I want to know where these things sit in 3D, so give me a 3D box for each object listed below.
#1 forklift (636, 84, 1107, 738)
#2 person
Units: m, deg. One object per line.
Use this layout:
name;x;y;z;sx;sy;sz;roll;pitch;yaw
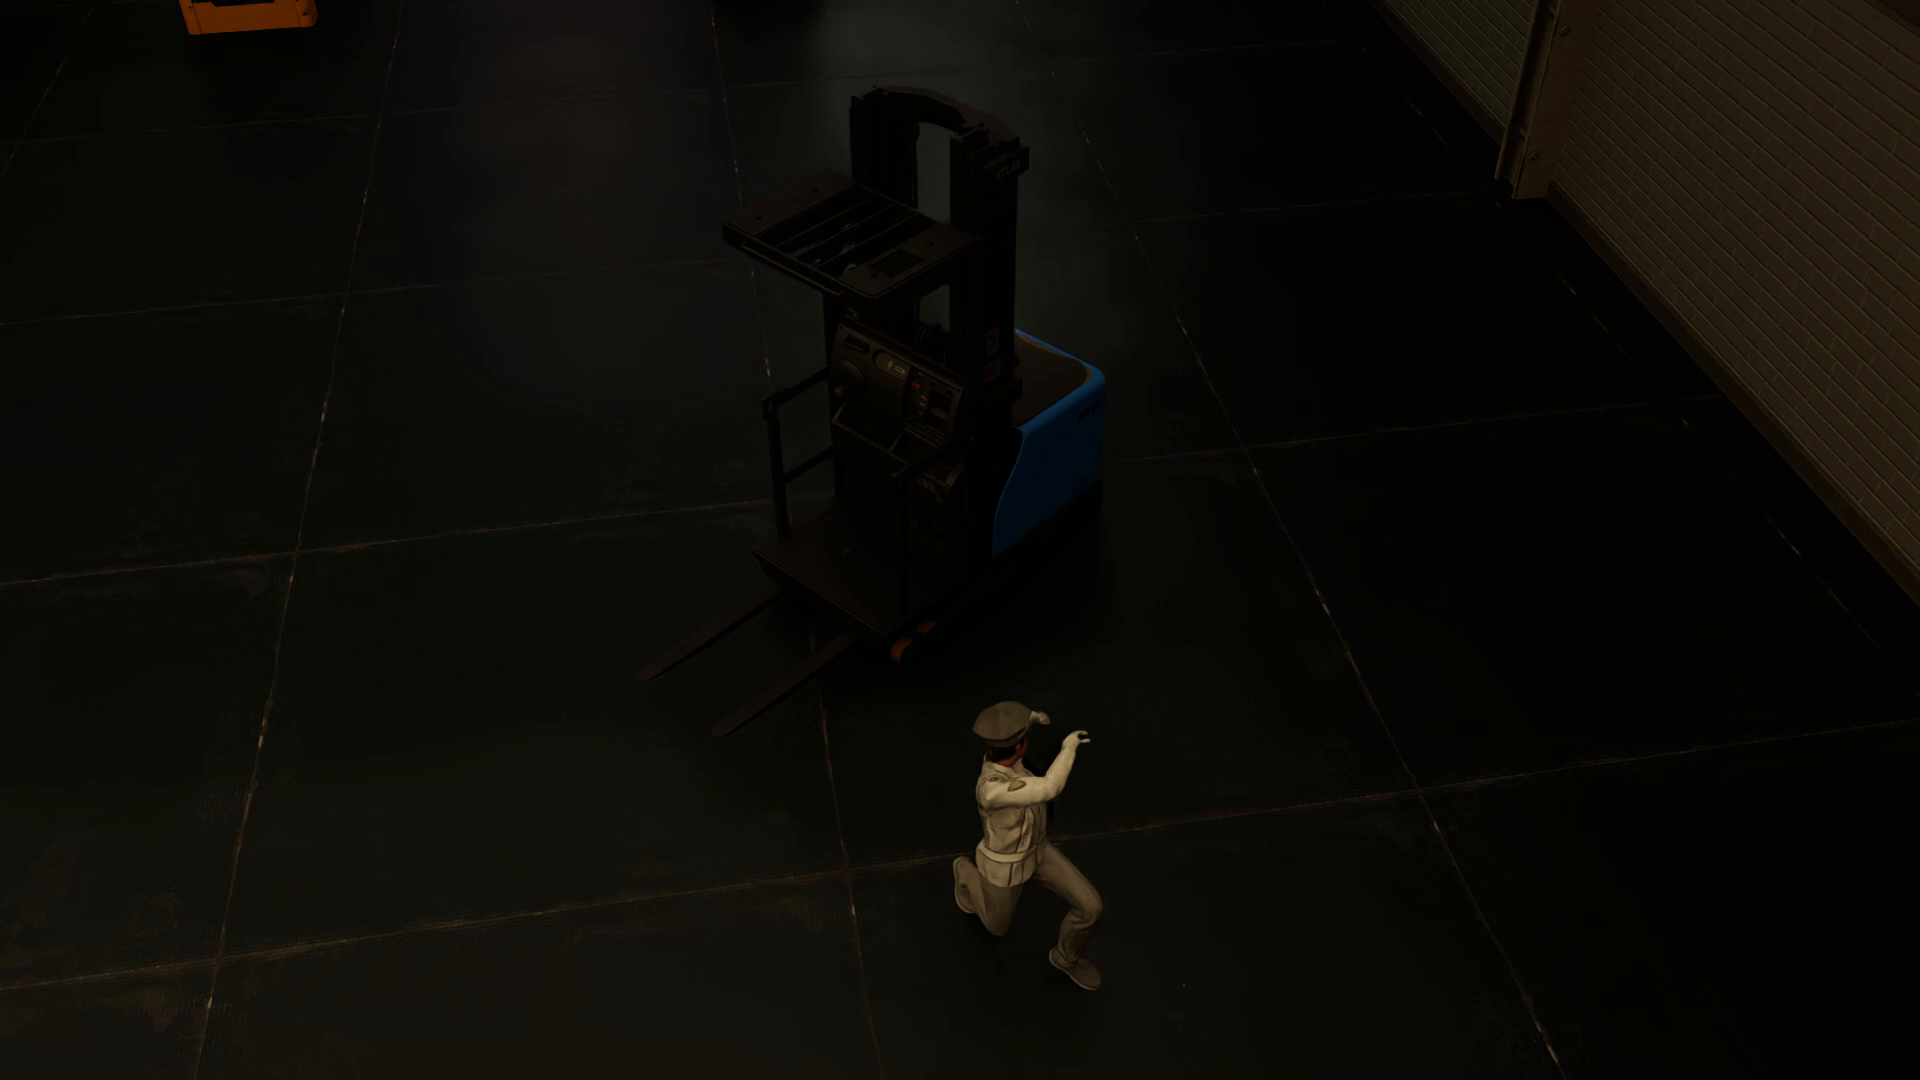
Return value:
forklift;-0.489;-0.784;8.879;1.130;2.935;3.031;31;49;31
person;0.421;1.273;7.663;0.931;1.378;0.889;26;47;28
